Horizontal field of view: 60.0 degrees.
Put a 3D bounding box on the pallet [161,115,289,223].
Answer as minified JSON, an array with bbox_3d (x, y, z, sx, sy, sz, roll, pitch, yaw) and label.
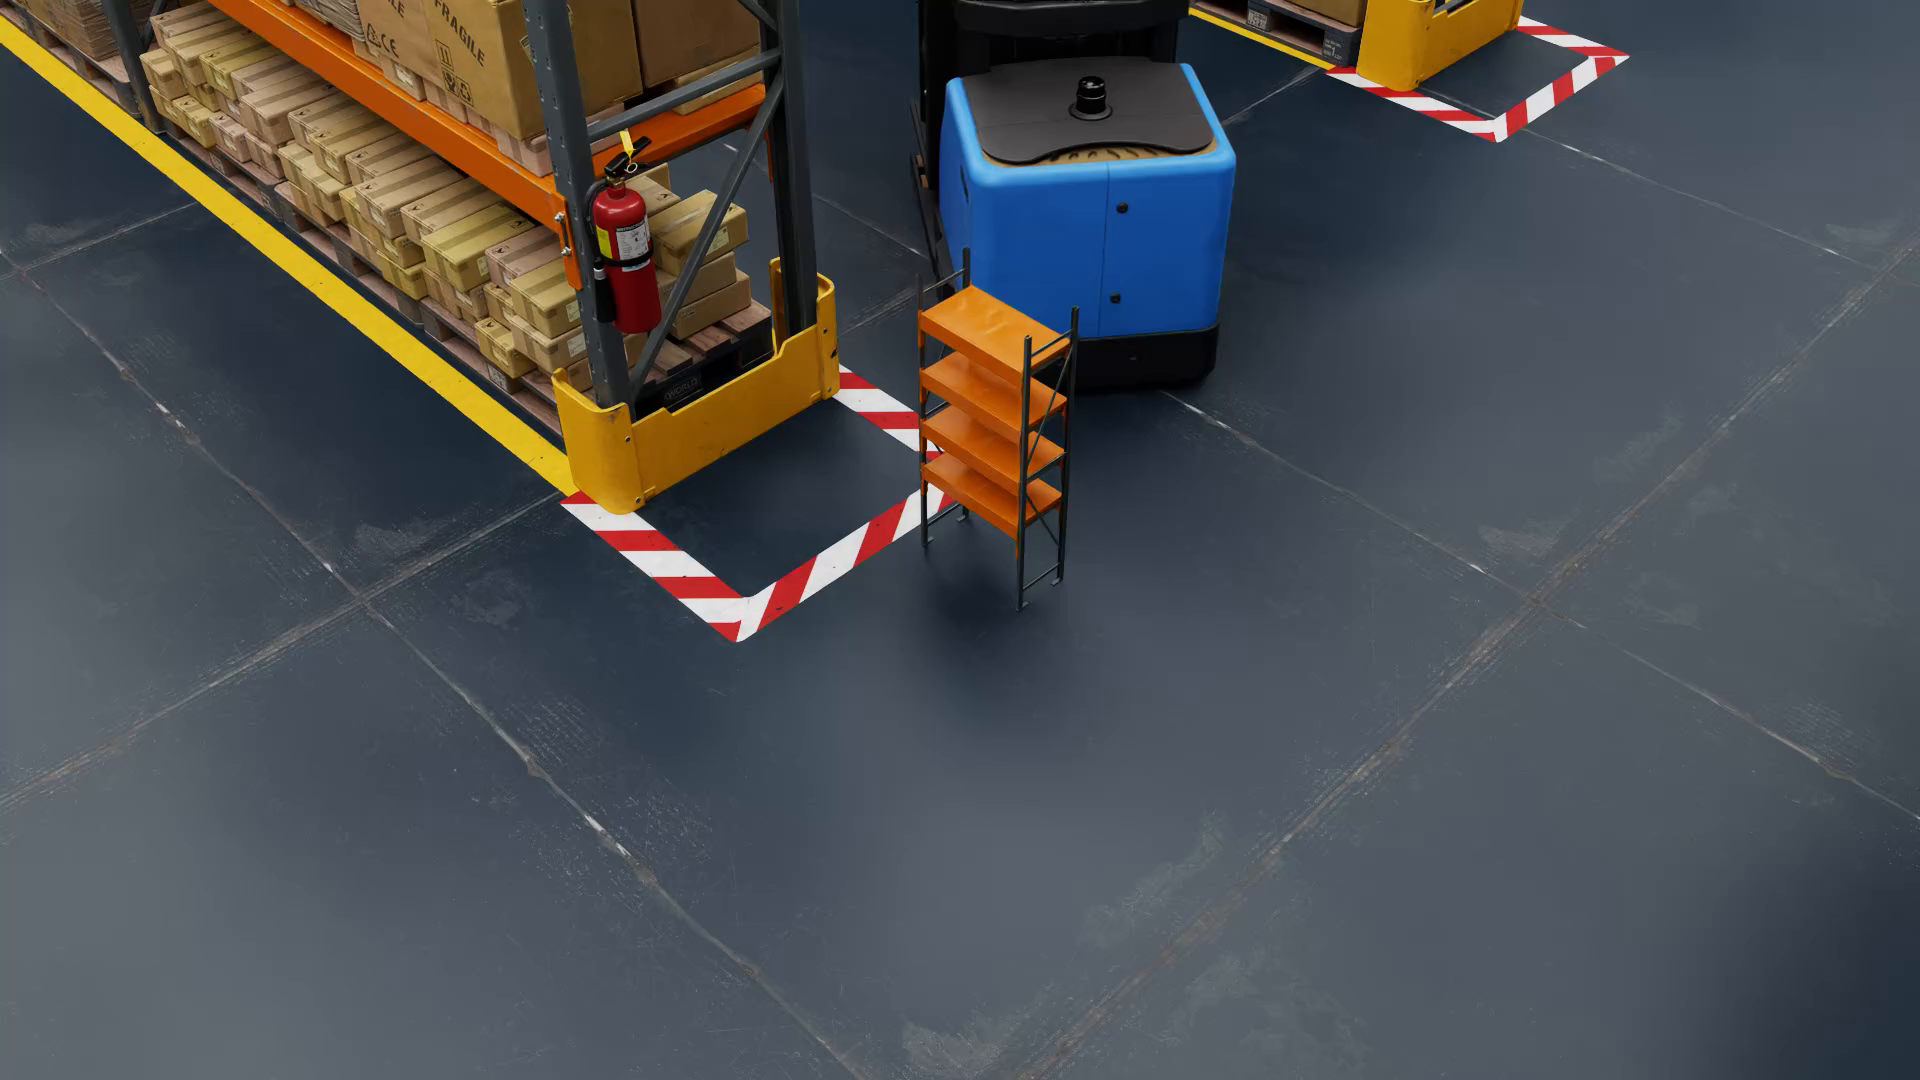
[{"bbox_3d":[-3.279,-2.097,8.364,1.003,0.211,1.213,-34,53,-31],"label":"pallet"}]

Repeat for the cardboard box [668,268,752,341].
[{"bbox_3d":[-1.097,-1.017,6.932,0.380,0.149,0.250,-33,52,-31],"label":"cardboard box"}]

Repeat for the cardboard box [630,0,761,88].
[{"bbox_3d":[-1.075,-1.999,5.910,0.500,0.500,0.500,-32,51,-30],"label":"cardboard box"}]

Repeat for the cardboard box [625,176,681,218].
[{"bbox_3d":[-1.363,-1.320,6.821,0.380,0.149,0.250,-33,52,-31],"label":"cardboard box"}]

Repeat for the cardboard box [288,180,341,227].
[{"bbox_3d":[-2.804,-1.601,7.563,0.250,0.149,0.380,33,52,30],"label":"cardboard box"}]

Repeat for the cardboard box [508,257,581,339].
[{"bbox_3d":[-1.507,-0.963,6.435,0.380,0.149,0.250,-33,52,-31],"label":"cardboard box"}]

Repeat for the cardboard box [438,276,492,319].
[{"bbox_3d":[-1.897,-1.087,6.788,0.250,0.149,0.380,32,52,30],"label":"cardboard box"}]

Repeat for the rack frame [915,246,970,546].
[{"bbox_3d":[-0.055,-0.478,5.884,0.240,1.200,0.015,-34,53,-31],"label":"rack frame"}]

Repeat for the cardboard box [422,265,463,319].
[{"bbox_3d":[-2.036,-1.121,7.044,0.380,0.149,0.250,-34,52,-31],"label":"cardboard box"}]

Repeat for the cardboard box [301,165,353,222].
[{"bbox_3d":[-2.654,-1.581,7.322,0.380,0.149,0.250,-34,52,-31],"label":"cardboard box"}]

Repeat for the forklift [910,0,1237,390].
[{"bbox_3d":[0.357,-2.670,6.980,1.130,2.935,3.031,-5,43,-6],"label":"forklift"}]

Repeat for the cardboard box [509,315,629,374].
[{"bbox_3d":[-1.529,-0.838,6.519,0.250,0.149,0.380,33,52,30],"label":"cardboard box"}]

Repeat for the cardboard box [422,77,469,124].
[{"bbox_3d":[-1.721,-1.684,6.048,0.250,0.149,0.380,34,52,31],"label":"cardboard box"}]

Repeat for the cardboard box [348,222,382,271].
[{"bbox_3d":[-2.439,-1.354,7.296,0.380,0.149,0.250,-33,52,-31],"label":"cardboard box"}]

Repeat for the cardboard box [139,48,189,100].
[{"bbox_3d":[-3.749,-2.316,8.118,0.380,0.149,0.250,-32,51,-30],"label":"cardboard box"}]

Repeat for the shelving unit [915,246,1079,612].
[{"bbox_3d":[0.117,-0.361,5.757,0.258,1.200,0.503,-34,53,-31],"label":"shelving unit"}]

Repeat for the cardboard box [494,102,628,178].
[{"bbox_3d":[-1.384,-1.434,5.776,0.380,0.149,0.250,-34,53,-31],"label":"cardboard box"}]

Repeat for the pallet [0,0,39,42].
[{"bbox_3d":[-5.195,-3.362,9.733,1.003,0.211,1.213,-34,53,-31],"label":"pallet"}]

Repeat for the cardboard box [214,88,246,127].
[{"bbox_3d":[-3.309,-2.137,7.925,0.250,0.149,0.380,34,52,31],"label":"cardboard box"}]

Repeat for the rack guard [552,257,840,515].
[{"bbox_3d":[-1.007,-0.623,6.556,1.175,0.500,0.348,-34,53,-31],"label":"rack guard"}]

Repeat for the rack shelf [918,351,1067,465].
[{"bbox_3d":[0.117,-0.476,5.651,0.258,0.148,0.480,-34,53,-31],"label":"rack shelf"}]

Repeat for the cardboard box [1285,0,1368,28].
[{"bbox_3d":[2.121,-3.476,9.058,0.875,0.875,0.875,-34,53,-31],"label":"cardboard box"}]

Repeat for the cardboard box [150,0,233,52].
[{"bbox_3d":[-3.682,-2.488,8.085,0.380,0.149,0.250,-32,51,-30],"label":"cardboard box"}]

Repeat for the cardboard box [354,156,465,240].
[{"bbox_3d":[-2.284,-1.432,6.943,0.380,0.149,0.250,-32,52,-30],"label":"cardboard box"}]

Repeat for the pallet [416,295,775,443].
[{"bbox_3d":[-1.556,-0.924,7.095,1.003,0.211,1.213,-34,53,-31],"label":"pallet"}]

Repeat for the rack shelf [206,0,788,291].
[{"bbox_3d":[-2.366,-2.201,6.952,1.077,0.370,4.000,-34,53,-31],"label":"rack shelf"}]

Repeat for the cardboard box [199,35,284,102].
[{"bbox_3d":[-3.316,-2.229,7.805,0.250,0.149,0.380,33,52,31],"label":"cardboard box"}]

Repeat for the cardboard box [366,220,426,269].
[{"bbox_3d":[-2.272,-1.329,7.051,0.380,0.149,0.250,-33,52,-31],"label":"cardboard box"}]

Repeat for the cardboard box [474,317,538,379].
[{"bbox_3d":[-1.726,-0.840,6.740,0.380,0.149,0.250,-32,52,-30],"label":"cardboard box"}]

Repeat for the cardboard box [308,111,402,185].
[{"bbox_3d":[-2.596,-1.724,7.259,0.380,0.149,0.250,-34,52,-31],"label":"cardboard box"}]

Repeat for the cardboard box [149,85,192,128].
[{"bbox_3d":[-3.749,-2.205,8.217,0.250,0.149,0.380,32,51,30],"label":"cardboard box"}]

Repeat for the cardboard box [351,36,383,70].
[{"bbox_3d":[-2.083,-1.937,6.321,0.250,0.149,0.380,32,51,30],"label":"cardboard box"}]

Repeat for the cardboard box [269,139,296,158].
[{"bbox_3d":[-2.943,-1.863,7.628,0.380,0.149,0.250,-32,51,-30],"label":"cardboard box"}]

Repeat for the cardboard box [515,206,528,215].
[{"bbox_3d":[-1.890,-1.587,7.329,0.250,0.149,0.380,32,51,30],"label":"cardboard box"}]

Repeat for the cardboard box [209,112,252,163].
[{"bbox_3d":[-3.349,-1.983,7.976,0.250,0.149,0.380,34,52,31],"label":"cardboard box"}]

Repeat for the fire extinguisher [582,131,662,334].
[{"bbox_3d":[-1.103,-0.997,5.451,0.296,0.674,0.183,-34,53,-31],"label":"fire extinguisher"}]

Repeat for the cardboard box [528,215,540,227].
[{"bbox_3d":[-1.871,-1.472,7.424,0.380,0.149,0.250,-34,52,-31],"label":"cardboard box"}]

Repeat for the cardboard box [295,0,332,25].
[{"bbox_3d":[-2.430,-2.214,6.621,0.380,0.149,0.250,-33,52,-31],"label":"cardboard box"}]

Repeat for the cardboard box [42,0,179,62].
[{"bbox_3d":[-4.480,-2.898,8.708,0.500,0.500,0.500,33,52,31],"label":"cardboard box"}]

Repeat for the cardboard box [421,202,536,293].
[{"bbox_3d":[-1.917,-1.175,6.664,0.250,0.149,0.380,33,52,31],"label":"cardboard box"}]

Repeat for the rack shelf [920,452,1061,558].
[{"bbox_3d":[0.117,-0.166,5.937,0.258,0.148,0.480,-34,53,-31],"label":"rack shelf"}]

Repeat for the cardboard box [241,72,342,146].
[{"bbox_3d":[-2.994,-1.953,7.506,0.380,0.149,0.250,-33,52,-30],"label":"cardboard box"}]

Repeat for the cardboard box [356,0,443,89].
[{"bbox_3d":[-1.813,-1.993,5.904,0.500,0.500,0.500,33,52,31],"label":"cardboard box"}]

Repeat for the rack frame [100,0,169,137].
[{"bbox_3d":[-3.779,-3.427,7.748,1.000,3.000,0.127,-34,53,-31],"label":"rack frame"}]
